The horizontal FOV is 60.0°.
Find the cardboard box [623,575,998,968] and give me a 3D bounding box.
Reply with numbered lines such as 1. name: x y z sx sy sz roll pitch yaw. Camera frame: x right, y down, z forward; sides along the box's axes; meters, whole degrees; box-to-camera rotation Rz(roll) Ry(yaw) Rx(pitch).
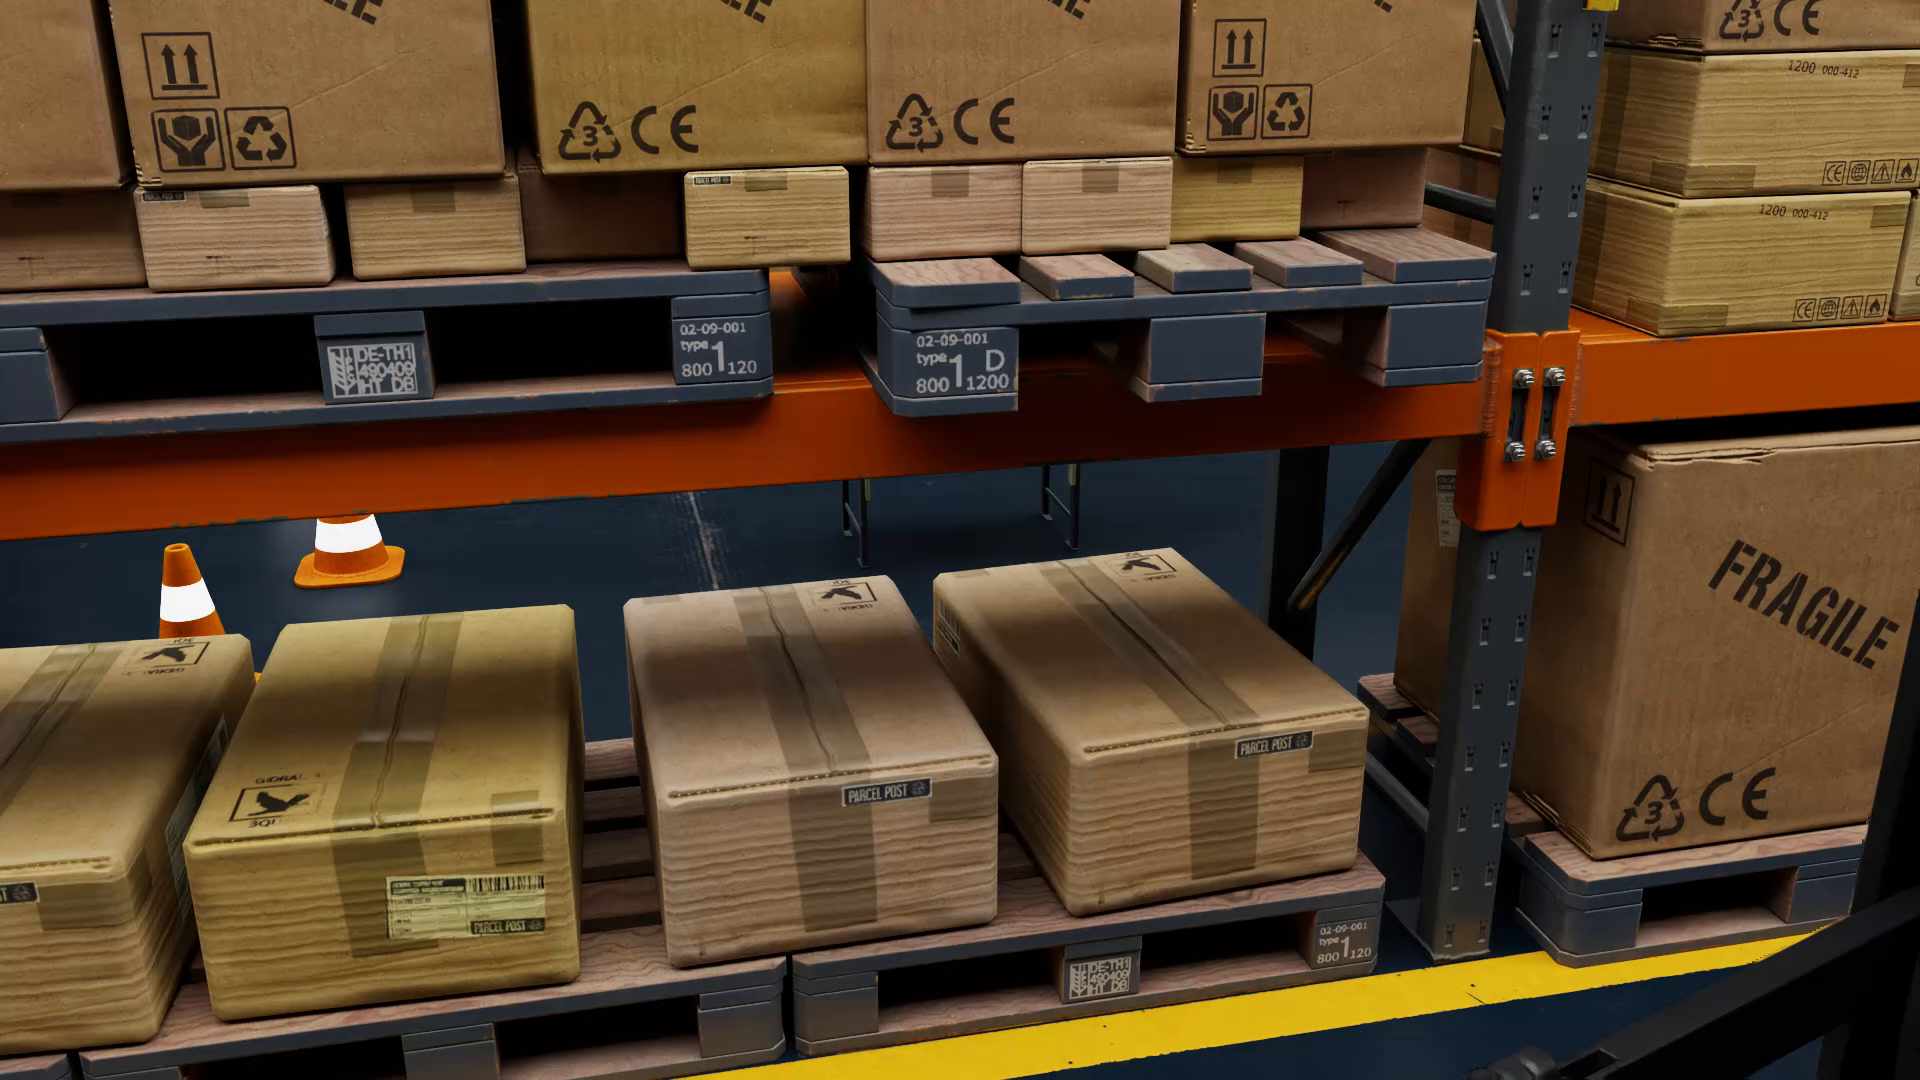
1. cardboard box: -0.346 0.435 3.477 0.625 0.372 0.950 -5 21 -14

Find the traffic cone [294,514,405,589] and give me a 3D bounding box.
1. traffic cone: -2.033 -0.121 5.473 0.334 0.463 0.336 -5 21 -12

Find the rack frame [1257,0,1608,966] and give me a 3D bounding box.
1. rack frame: 0.923 -0.705 3.377 0.127 3.000 1.000 -5 21 -12

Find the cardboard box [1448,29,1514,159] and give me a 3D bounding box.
1. cardboard box: 1.336 -0.992 3.654 0.500 0.250 0.500 -5 21 -13

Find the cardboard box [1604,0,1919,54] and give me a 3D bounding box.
1. cardboard box: 1.459 -1.178 3.071 0.500 0.500 0.500 -5 21 -14

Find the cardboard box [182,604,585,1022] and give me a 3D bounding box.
1. cardboard box: -1.085 0.493 3.318 0.625 0.372 0.950 -4 20 -11

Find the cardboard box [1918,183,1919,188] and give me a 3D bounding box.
1. cardboard box: 1.976 -0.867 3.311 0.500 0.250 0.500 -4 21 -11

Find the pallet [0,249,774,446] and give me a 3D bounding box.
1. pallet: -0.994 -0.444 2.945 1.213 0.211 1.003 -5 21 -12

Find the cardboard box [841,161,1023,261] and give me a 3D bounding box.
1. cardboard box: -0.068 -0.581 2.795 0.250 0.149 0.380 -6 21 -15

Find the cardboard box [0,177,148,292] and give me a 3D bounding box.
1. cardboard box: -1.355 -0.495 2.560 0.250 0.149 0.380 -4 21 -12

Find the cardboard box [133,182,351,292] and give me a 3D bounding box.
1. cardboard box: -1.085 -0.499 2.570 0.250 0.149 0.380 -4 20 -10

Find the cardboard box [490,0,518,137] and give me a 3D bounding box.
1. cardboard box: -1.078 -1.005 3.010 0.500 0.500 0.500 -5 21 -15

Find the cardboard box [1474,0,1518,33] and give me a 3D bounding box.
1. cardboard box: 1.366 -1.349 3.538 0.500 0.500 0.500 -5 21 -14

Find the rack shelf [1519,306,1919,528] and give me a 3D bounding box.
1. rack shelf: 2.869 -0.525 3.933 4.000 0.370 1.077 -5 21 -12

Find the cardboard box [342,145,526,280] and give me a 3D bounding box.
1. cardboard box: -0.832 -0.530 2.655 0.250 0.149 0.380 -5 21 -14

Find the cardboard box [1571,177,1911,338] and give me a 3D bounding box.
1. cardboard box: 1.457 -0.589 3.279 0.500 0.250 0.500 -5 21 -13

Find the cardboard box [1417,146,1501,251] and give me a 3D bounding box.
1. cardboard box: 1.355 -0.761 3.749 0.500 0.250 0.500 -5 21 -14

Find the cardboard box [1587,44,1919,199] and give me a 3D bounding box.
1. cardboard box: 1.473 -0.826 3.200 0.500 0.250 0.500 -5 21 -13

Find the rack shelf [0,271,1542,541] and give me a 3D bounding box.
1. rack shelf: -1.024 -0.208 3.068 4.000 0.370 1.077 -5 21 -12

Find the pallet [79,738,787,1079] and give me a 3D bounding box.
1. pallet: -1.023 0.762 3.429 1.213 0.211 1.003 -5 21 -12

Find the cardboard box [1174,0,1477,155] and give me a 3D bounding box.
1. cardboard box: 0.544 -0.959 2.884 0.500 0.500 0.500 -5 21 -14

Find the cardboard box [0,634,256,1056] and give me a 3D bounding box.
1. cardboard box: -1.761 0.548 3.166 0.625 0.372 0.950 -3 20 -9

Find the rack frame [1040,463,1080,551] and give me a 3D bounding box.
1. rack frame: 0.350 -0.733 5.634 0.023 1.500 0.400 -5 21 -12

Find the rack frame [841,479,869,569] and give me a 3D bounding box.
1. rack frame: -0.363 -0.675 5.476 0.023 1.500 0.400 -5 21 -12

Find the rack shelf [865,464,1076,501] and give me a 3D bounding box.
1. rack shelf: -0.006 -0.398 5.667 0.720 0.370 0.431 -5 21 -12

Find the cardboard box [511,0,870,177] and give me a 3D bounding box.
1. cardboard box: -0.447 -0.874 2.652 0.500 0.500 0.500 -6 21 -16

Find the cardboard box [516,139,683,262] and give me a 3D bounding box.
1. cardboard box: -0.606 -0.577 2.784 0.250 0.149 0.380 -4 21 -12

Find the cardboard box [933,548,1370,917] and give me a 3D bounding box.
1. cardboard box: 0.371 0.374 3.644 0.625 0.372 0.950 -6 21 -16

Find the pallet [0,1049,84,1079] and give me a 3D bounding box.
1. pallet: -2.213 0.859 3.162 1.213 0.211 1.003 -5 21 -12

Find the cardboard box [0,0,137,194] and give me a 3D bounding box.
1. cardboard box: -1.476 -0.787 2.414 0.500 0.500 0.500 -5 21 -13

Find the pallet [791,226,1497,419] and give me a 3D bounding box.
1. pallet: 0.254 -0.522 3.159 1.003 0.211 1.213 -5 21 -12

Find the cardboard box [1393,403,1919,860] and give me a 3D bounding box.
1. cardboard box: 1.614 0.069 3.743 0.875 0.875 0.875 -5 21 -13

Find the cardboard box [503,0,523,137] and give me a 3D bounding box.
1. cardboard box: -0.589 -1.042 3.111 0.500 0.500 0.500 -4 21 -12

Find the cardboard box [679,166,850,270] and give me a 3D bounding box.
1. cardboard box: -0.333 -0.555 2.723 0.250 0.149 0.380 -4 21 -12

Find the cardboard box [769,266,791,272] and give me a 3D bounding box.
1. cardboard box: -0.928 -1.476 8.144 0.750 0.750 1.050 -5 21 -13

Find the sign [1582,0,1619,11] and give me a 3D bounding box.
1. sign: 1.057 -1.030 2.698 0.005 0.325 0.100 -5 21 -12

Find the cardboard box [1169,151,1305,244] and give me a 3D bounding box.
1. cardboard box: 0.414 -0.634 2.938 0.250 0.149 0.380 -4 21 -12

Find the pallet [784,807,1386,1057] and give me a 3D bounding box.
1. pallet: 0.162 0.666 3.689 1.213 0.211 1.003 -5 21 -12

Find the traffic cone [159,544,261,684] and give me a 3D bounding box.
1. traffic cone: -2.085 0.237 4.496 0.334 0.463 0.336 -5 21 -12

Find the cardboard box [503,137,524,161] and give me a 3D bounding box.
1. cardboard box: -0.751 -0.707 3.139 0.250 0.149 0.380 -4 20 -10

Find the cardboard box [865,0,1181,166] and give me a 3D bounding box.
1. cardboard box: 0.044 -0.915 2.762 0.500 0.500 0.500 -5 21 -13

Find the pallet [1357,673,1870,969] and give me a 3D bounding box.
1. pallet: 1.707 0.568 3.958 1.213 0.211 1.003 -5 21 -12

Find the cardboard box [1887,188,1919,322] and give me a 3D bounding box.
1. cardboard box: 1.953 -0.635 3.406 0.500 0.250 0.500 -5 21 -14

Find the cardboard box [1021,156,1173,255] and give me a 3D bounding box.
1. cardboard box: 0.179 -0.599 2.843 0.250 0.149 0.380 -5 21 -13

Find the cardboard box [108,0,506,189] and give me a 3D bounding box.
1. cardboard box: -0.979 -0.831 2.535 0.500 0.500 0.500 -6 21 -15

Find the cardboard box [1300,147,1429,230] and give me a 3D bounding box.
1. cardboard box: 0.658 -0.679 3.062 0.250 0.149 0.380 -4 20 -10

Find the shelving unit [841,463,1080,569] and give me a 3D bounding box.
1. shelving unit: -0.006 -0.704 5.555 0.755 1.500 0.431 -5 21 -12
